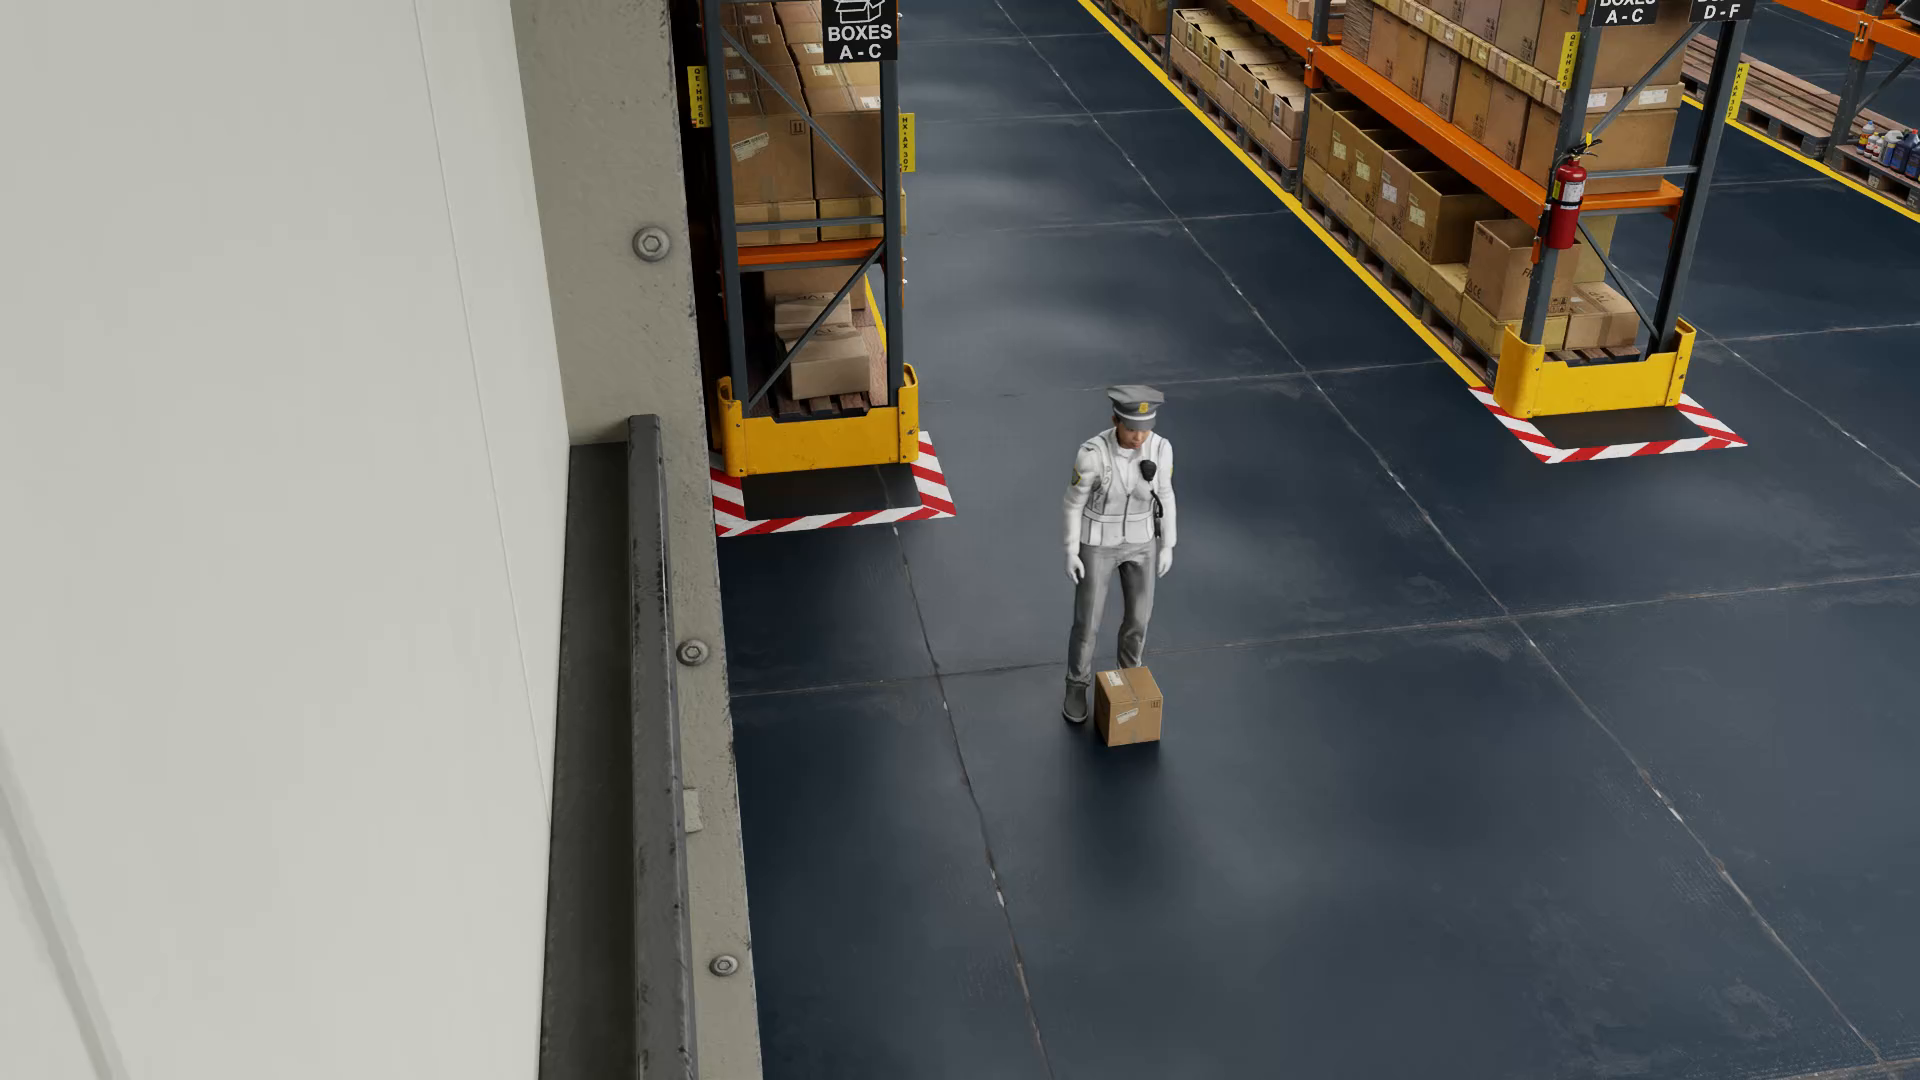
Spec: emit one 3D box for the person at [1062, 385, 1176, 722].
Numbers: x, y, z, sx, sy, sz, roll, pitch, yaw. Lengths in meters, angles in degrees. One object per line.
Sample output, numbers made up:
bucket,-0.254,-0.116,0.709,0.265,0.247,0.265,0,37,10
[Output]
person,0.720,0.044,7.555,0.528,1.663,0.374,-5,31,-9
